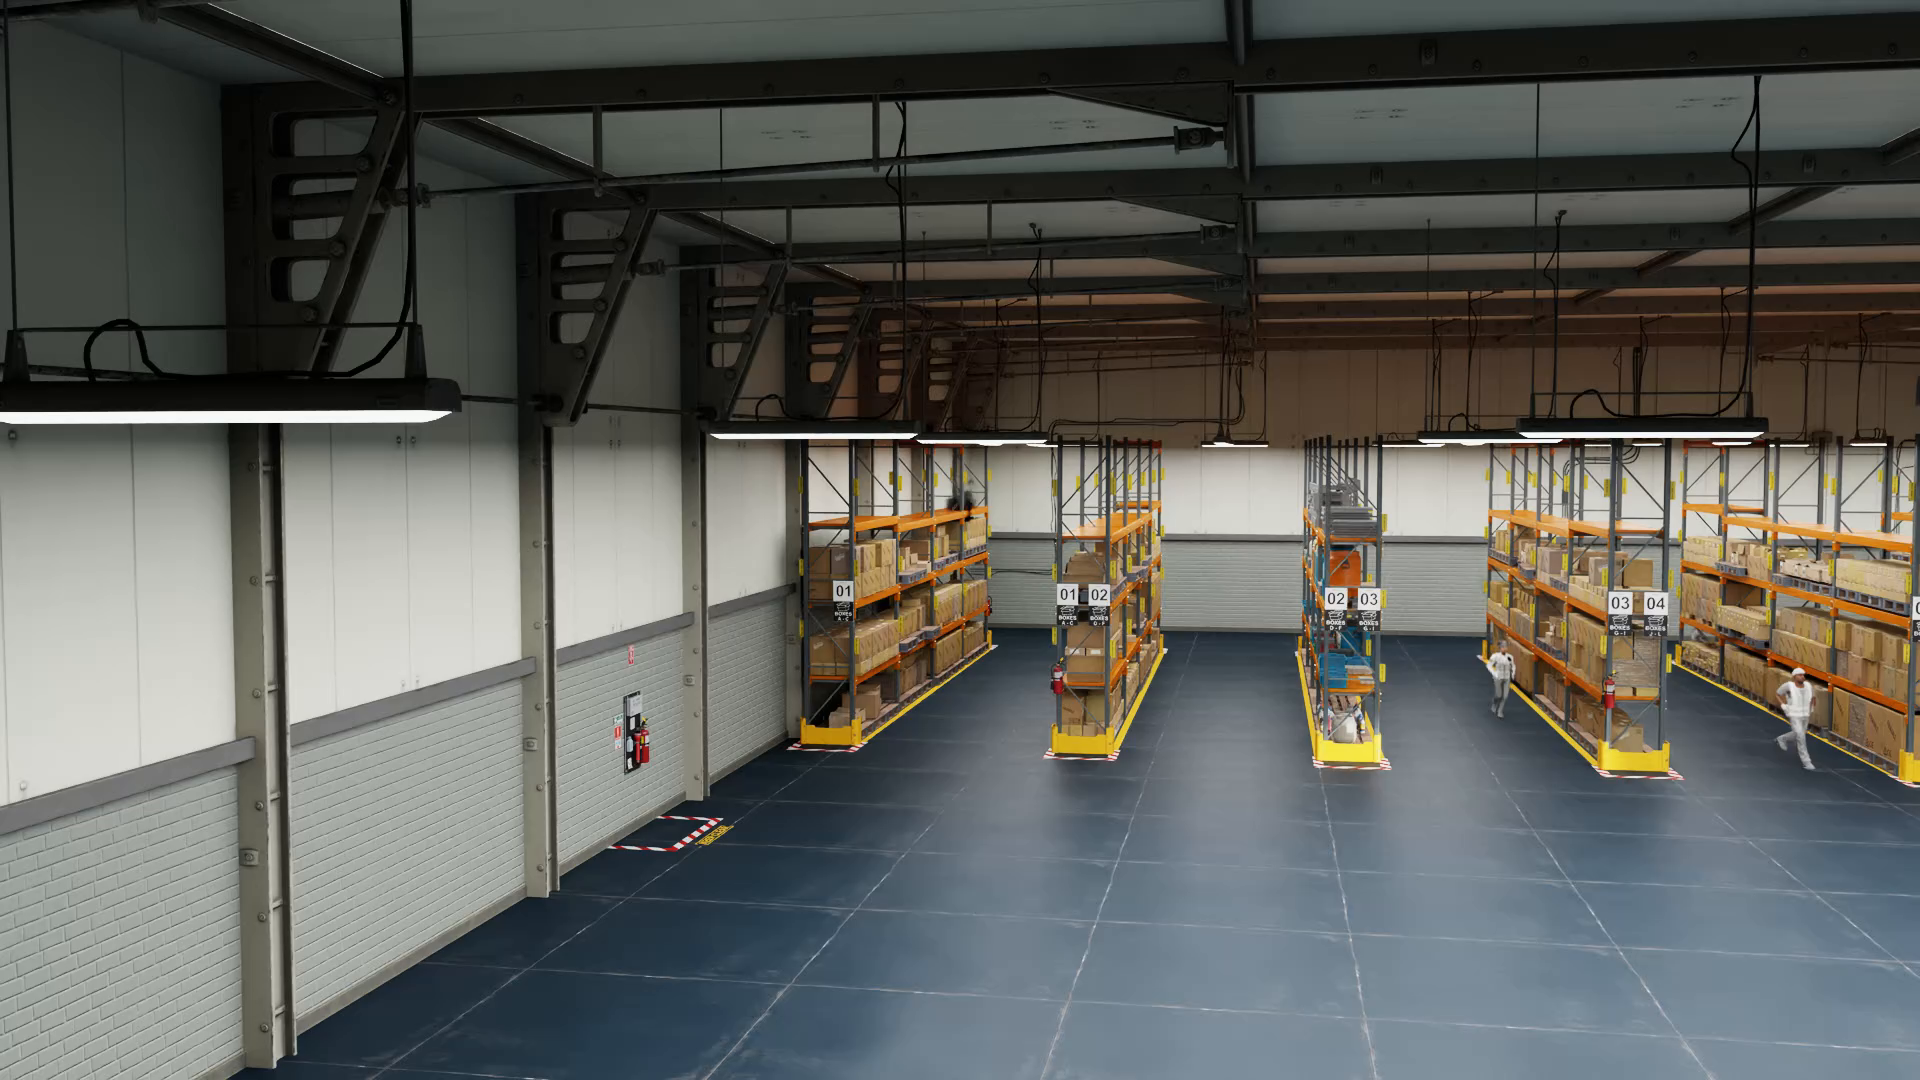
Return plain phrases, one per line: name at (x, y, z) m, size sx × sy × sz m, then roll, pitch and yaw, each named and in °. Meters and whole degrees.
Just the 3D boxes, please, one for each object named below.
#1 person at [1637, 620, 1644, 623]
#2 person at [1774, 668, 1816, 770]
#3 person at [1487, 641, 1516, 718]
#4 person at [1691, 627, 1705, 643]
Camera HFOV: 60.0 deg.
person at (16.705, 2.613, 41.043) m, size 0.633 × 1.741 × 0.620 m, roll 0°, pitch 3°, yaw -2°
person at (15.261, 3.209, 30.284) m, size 0.649 × 1.778 × 1.158 m, roll -1°, pitch 3°, yaw -11°
person at (11.609, 2.975, 35.597) m, size 0.602 × 1.639 × 0.542 m, roll 0°, pitch 3°, yaw 1°
person at (20.261, 2.407, 45.588) m, size 0.742 × 1.754 × 0.560 m, roll 0°, pitch 3°, yaw -7°
